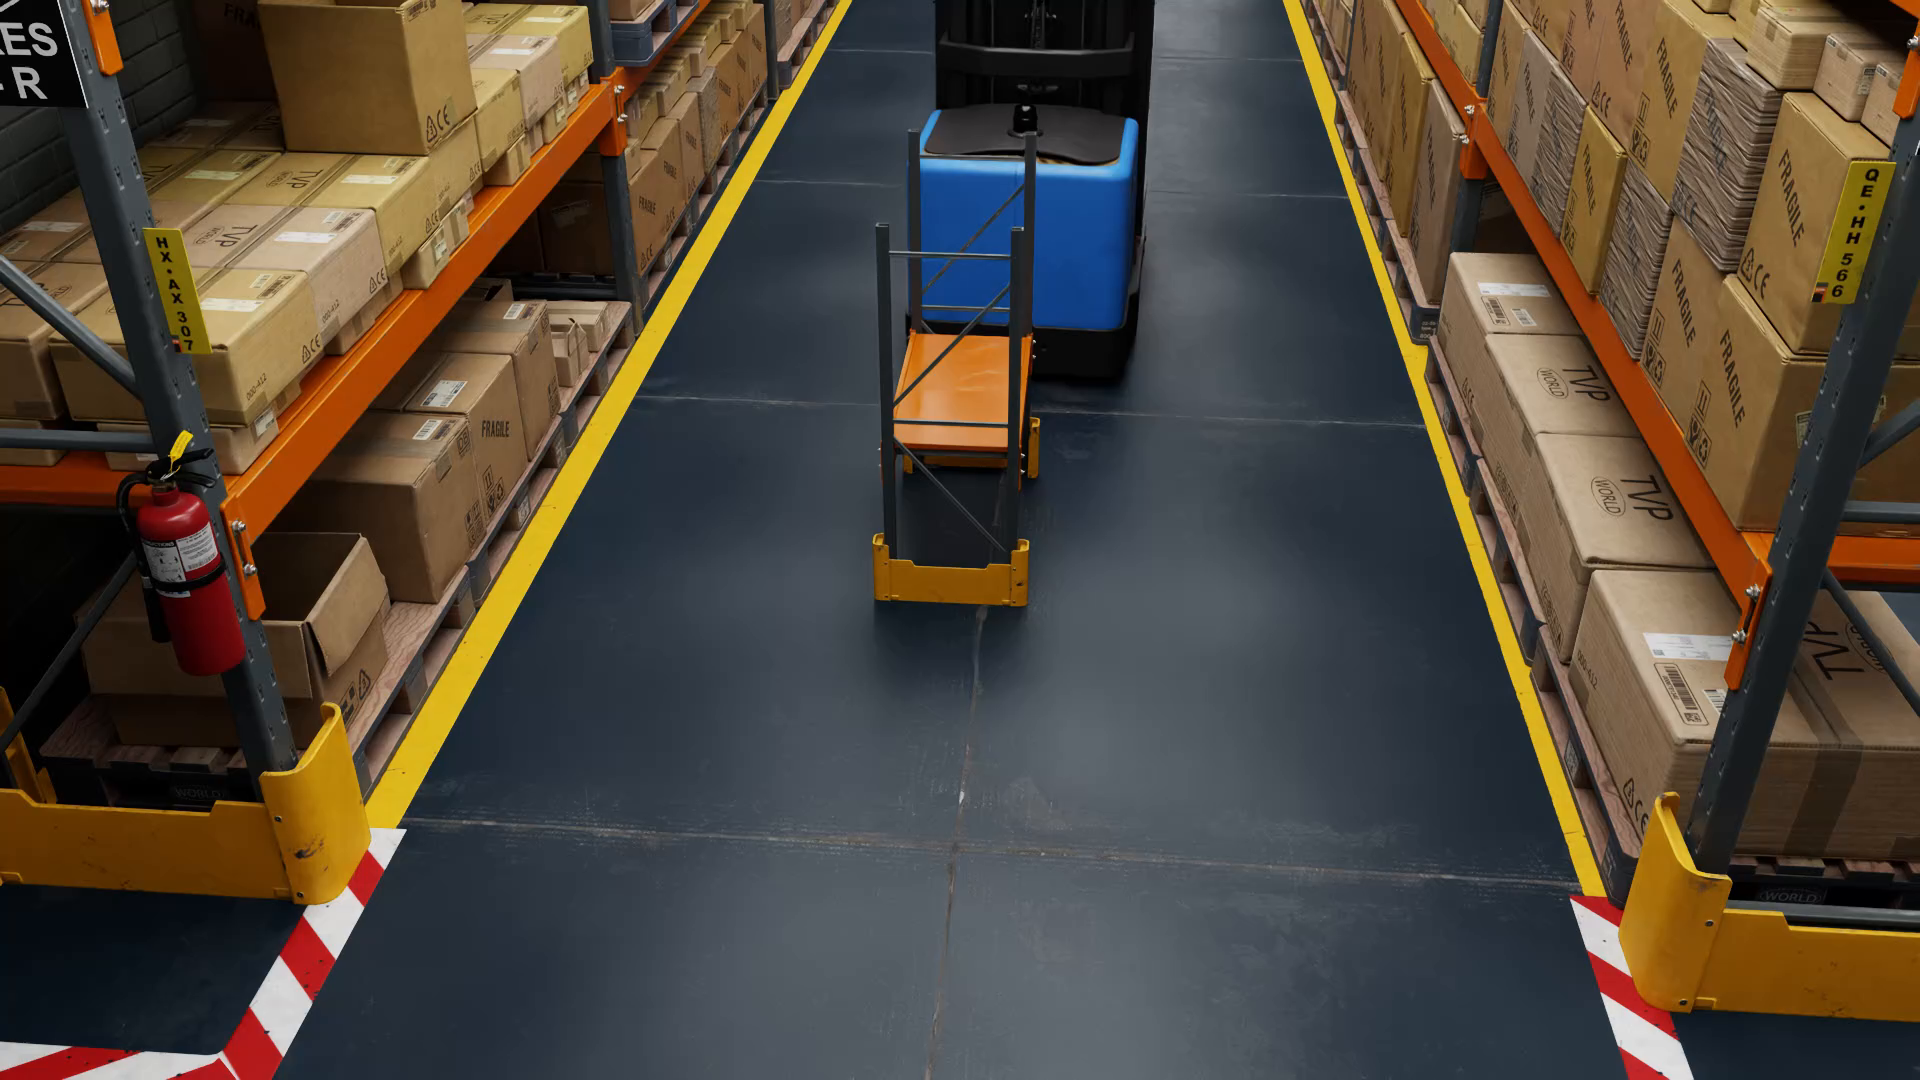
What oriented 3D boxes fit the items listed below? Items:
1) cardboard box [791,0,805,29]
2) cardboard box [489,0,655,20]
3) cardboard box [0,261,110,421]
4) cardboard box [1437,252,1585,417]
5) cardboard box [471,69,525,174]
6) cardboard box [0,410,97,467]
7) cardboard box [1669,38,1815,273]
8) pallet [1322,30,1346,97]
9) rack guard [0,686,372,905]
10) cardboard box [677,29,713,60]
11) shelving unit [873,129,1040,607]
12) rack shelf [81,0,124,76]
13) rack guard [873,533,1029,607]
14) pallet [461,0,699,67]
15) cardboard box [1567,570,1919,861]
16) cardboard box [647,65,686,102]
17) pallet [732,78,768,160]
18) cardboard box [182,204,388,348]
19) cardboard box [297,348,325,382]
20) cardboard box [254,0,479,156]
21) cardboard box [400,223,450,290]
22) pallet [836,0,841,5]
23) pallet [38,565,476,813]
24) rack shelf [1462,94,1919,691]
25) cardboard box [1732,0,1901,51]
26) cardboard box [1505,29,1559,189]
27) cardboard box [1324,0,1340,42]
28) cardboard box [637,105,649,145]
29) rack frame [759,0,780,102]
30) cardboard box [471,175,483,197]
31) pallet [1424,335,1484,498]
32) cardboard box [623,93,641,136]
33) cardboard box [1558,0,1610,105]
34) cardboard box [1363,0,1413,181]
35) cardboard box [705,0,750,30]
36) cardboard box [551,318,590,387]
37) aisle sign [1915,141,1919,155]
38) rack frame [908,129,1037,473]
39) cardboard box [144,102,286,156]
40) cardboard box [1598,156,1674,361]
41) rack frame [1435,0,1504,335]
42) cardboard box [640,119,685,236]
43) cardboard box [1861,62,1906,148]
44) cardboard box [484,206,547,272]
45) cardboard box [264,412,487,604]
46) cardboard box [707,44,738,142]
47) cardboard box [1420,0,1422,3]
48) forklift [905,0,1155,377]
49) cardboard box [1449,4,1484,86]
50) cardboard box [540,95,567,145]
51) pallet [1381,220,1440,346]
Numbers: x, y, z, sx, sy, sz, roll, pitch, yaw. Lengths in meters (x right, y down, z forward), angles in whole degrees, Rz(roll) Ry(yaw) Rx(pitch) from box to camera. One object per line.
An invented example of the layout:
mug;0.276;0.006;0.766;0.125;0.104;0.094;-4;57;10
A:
cardboard box;-1.684;-4.275;12.691;0.875;0.625;0.625;3;32;6
cardboard box;-1.857;-2.813;7.960;0.700;0.500;0.500;3;32;5
cardboard box;-2.672;-0.571;4.677;0.500;0.250;0.500;3;32;5
cardboard box;2.670;-0.902;7.397;0.875;0.438;0.875;2;32;3
cardboard box;-1.998;-1.611;6.365;0.500;0.250;0.500;2;32;4
cardboard box;-2.686;-0.334;4.673;0.380;0.149;0.250;2;32;3
cardboard box;2.318;-1.052;4.549;0.500;0.500;0.500;3;32;4
pallet;3.219;-3.451;12.149;1.003;0.211;1.213;2;32;4
rack guard;-2.439;0.768;5.028;1.175;0.500;0.348;2;32;4
cardboard box;-1.725;-3.015;10.147;0.380;0.149;0.250;2;32;3
shelving unit;0.006;-0.678;6.421;0.587;1.500;1.083;2;32;4
rack shelf;-2.282;-2.273;5.406;1.077;0.370;4.000;2;32;4
rack guard;-0.034;0.114;6.327;0.587;0.250;0.087;2;32;4
pallet;-1.946;-2.680;8.422;1.003;0.211;1.213;2;32;4
cardboard box;2.456;0.516;5.095;0.875;0.438;0.875;1;32;2
cardboard box;-1.781;-2.601;9.475;0.380;0.149;0.250;4;32;6
pallet;-1.892;-2.864;11.196;1.003;0.211;1.213;2;32;4
cardboard box;-2.099;-0.809;5.063;0.500;0.250;0.500;3;32;5
cardboard box;-2.184;-0.584;5.078;0.380;0.149;0.250;2;32;3
cardboard box;-2.018;-1.649;5.711;0.500;0.500;0.500;3;32;5
cardboard box;-1.990;-0.981;5.723;0.380;0.149;0.250;2;32;3
pallet;-1.489;-4.957;14.593;1.003;0.211;1.213;2;32;4
pallet;-2.375;0.474;5.780;1.003;0.211;1.213;2;32;4
rack shelf;2.665;-0.786;5.852;1.077;0.370;4.000;2;32;4
cardboard box;2.327;-1.389;4.479;0.380;0.149;0.250;3;32;5
cardboard box;2.484;-1.684;6.528;0.500;0.500;0.500;3;32;4
cardboard box;3.262;-3.971;12.439;0.950;0.372;0.625;2;32;3
cardboard box;-1.870;-2.198;8.822;0.380;0.149;0.250;1;32;1
rack frame;-1.794;-4.440;11.095;1.000;3.000;0.127;2;32;4
cardboard box;-2.064;-1.389;6.384;0.380;0.149;0.250;3;32;5
pallet;2.688;-0.557;7.452;1.003;0.211;1.213;2;32;4
cardboard box;-1.852;-2.180;8.508;0.380;0.149;0.250;1;32;2
cardboard box;2.448;-1.836;5.823;0.500;0.500;0.500;3;32;5
cardboard box;2.938;-2.680;9.865;0.875;0.875;0.875;3;32;5
cardboard box;-1.573;-3.417;10.800;0.380;0.149;0.250;1;32;1
cardboard box;-1.901;-0.873;7.512;0.396;0.266;0.258;4;32;6
aisle sign;2.188;-1.129;3.245;0.394;0.787;0.004;2;32;4
rack frame;0.048;-0.949;6.860;0.500;1.500;0.032;2;32;4
cardboard box;-2.541;-1.373;5.978;0.500;0.250;0.500;2;32;4
cardboard box;2.366;-0.884;5.230;0.500;0.500;0.500;3;32;5
rack frame;2.828;-2.138;7.360;1.000;3.000;0.127;2;32;4
cardboard box;-1.822;-1.985;9.094;0.500;0.500;0.500;2;32;3
cardboard box;2.332;-0.987;3.826;0.380;0.149;0.250;3;32;5
cardboard box;-2.374;-1.732;8.684;0.500;0.500;0.500;2;32;4
cardboard box;-2.192;-0.132;6.088;0.700;0.500;0.500;4;32;6
cardboard box;-1.705;-2.789;10.399;0.500;0.500;0.500;4;32;6
cardboard box;2.754;-3.119;9.095;0.500;0.250;0.500;2;32;4
forklift;0.454;-2.773;8.456;1.130;2.935;3.031;4;32;7
cardboard box;2.613;-2.320;7.798;0.500;0.250;0.500;2;32;3
cardboard box;-1.890;-1.790;7.035;0.380;0.149;0.250;3;32;5
pallet;2.816;-1.358;8.752;1.003;0.211;1.213;2;32;4
